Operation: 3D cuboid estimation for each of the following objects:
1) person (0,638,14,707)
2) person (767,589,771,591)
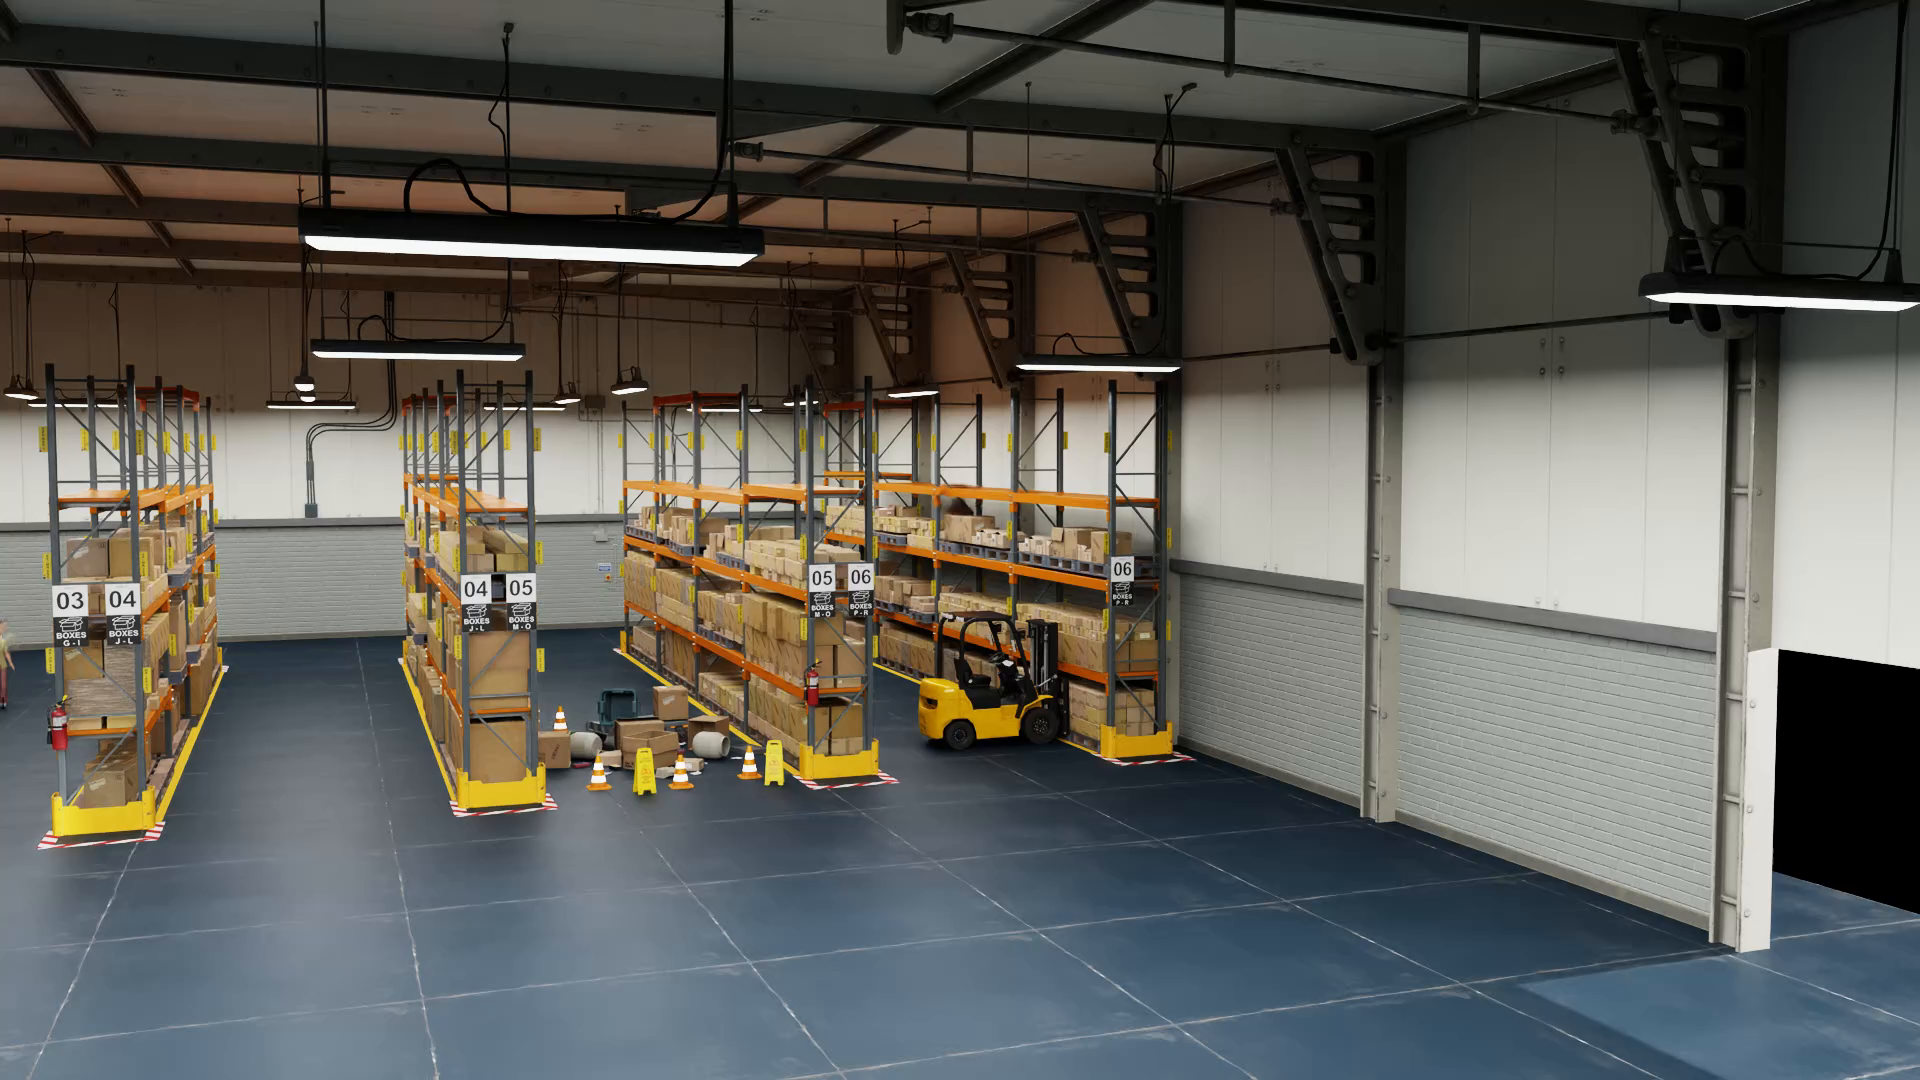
[{"bbox_3d":[-17.907,2.372,30.892,0.604,1.613,1.039,-1,4,-22],"label":"person"},{"bbox_3d":[-4.206,1.970,36.420,0.441,1.790,0.601,-2,4,-32],"label":"person"}]
